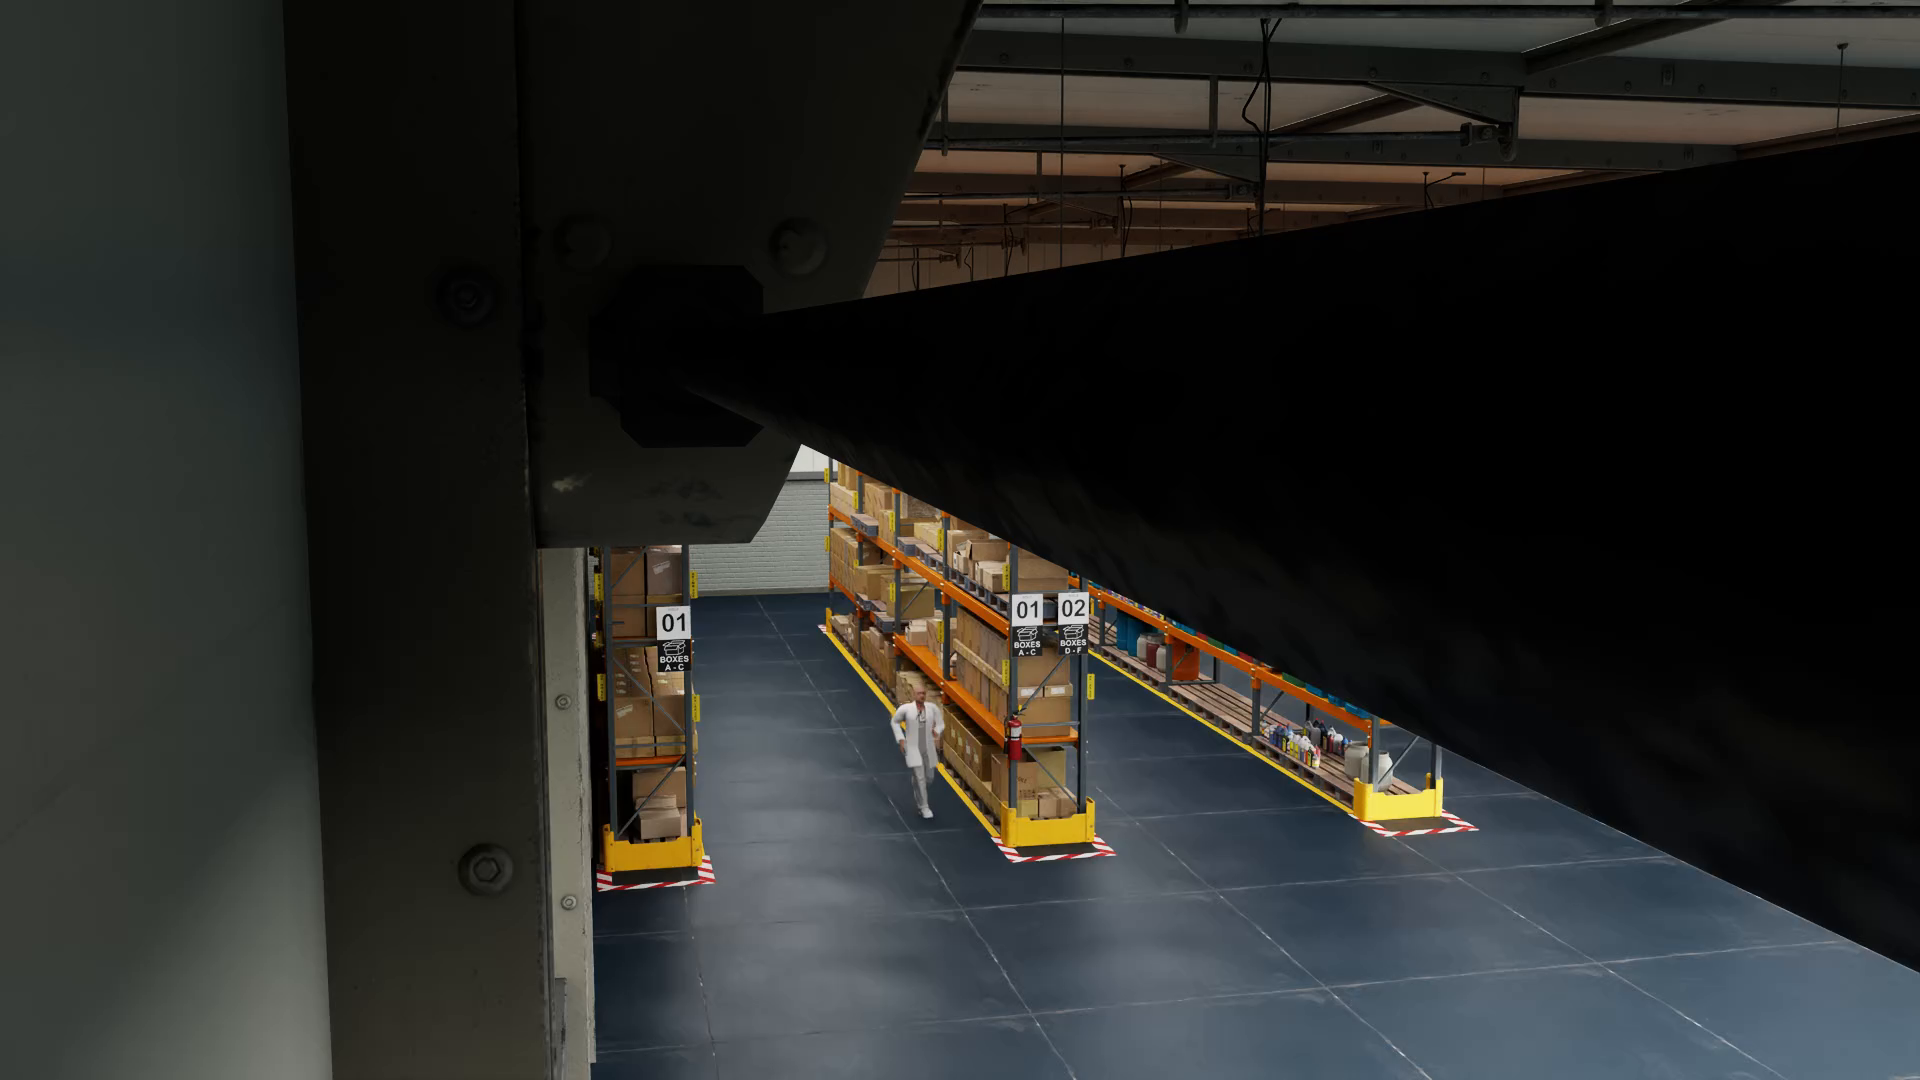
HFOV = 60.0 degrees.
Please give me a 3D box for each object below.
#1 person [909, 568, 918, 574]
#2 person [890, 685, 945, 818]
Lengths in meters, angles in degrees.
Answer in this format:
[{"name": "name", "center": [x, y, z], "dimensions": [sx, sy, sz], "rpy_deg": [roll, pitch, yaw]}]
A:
[{"name": "person", "center": [-1.001, 1.095, 37.237], "dimensions": [0.908, 1.658, 0.622], "rpy_deg": [5, 8, 35]}, {"name": "person", "center": [-0.555, 2.901, 22.383], "dimensions": [0.711, 1.554, 0.884], "rpy_deg": [-2, 7, -18]}]
